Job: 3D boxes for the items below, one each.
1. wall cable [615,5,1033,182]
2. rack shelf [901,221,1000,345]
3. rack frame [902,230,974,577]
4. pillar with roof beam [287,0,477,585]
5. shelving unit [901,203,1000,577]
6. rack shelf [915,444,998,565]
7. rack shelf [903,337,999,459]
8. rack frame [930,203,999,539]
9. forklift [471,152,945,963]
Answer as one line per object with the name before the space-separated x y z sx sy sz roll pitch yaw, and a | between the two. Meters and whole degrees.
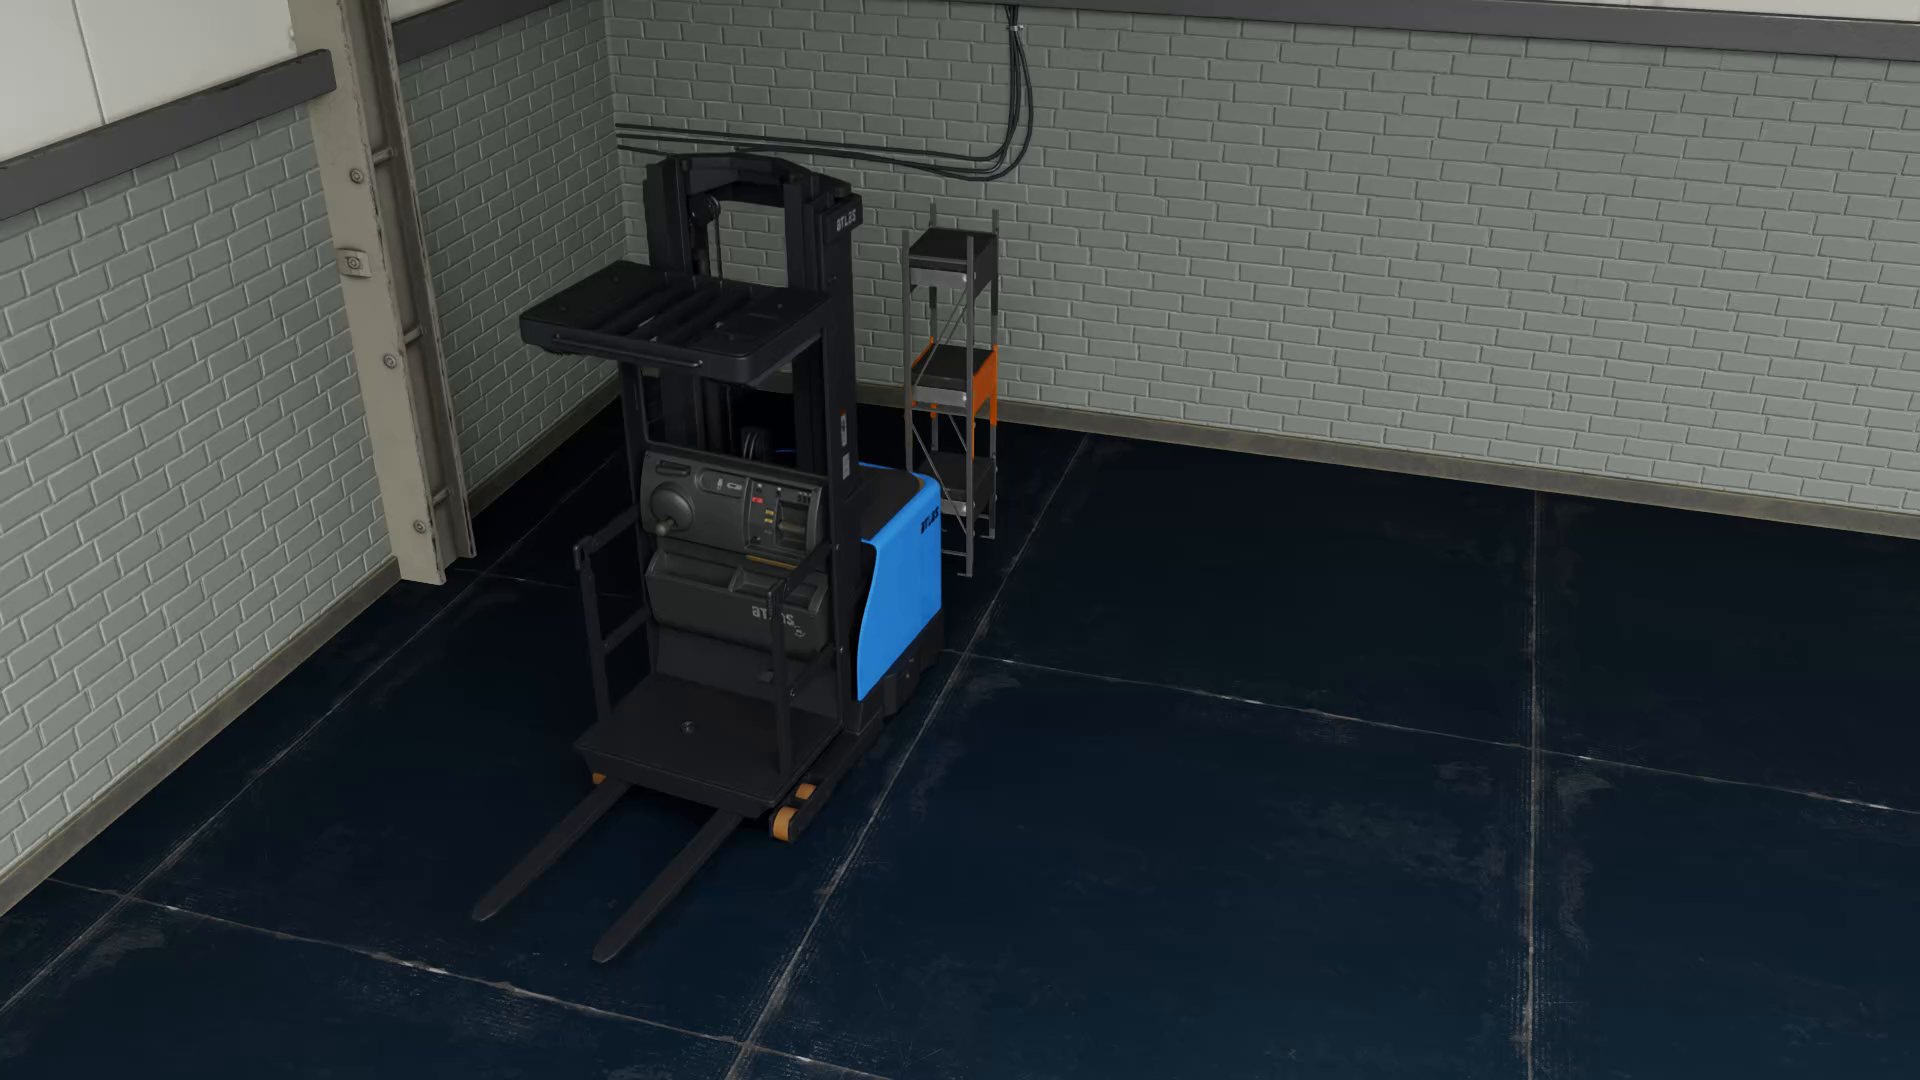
wall cable | -1.017 -3.602 10.697 3.097 2.526 0.112 8 30 15
rack shelf | -0.049 -1.440 9.303 0.431 0.518 0.480 8 30 15
rack frame | -0.120 -0.727 9.433 0.400 2.100 0.015 8 30 15
pillar with roof beam | 0.970 -3.164 6.717 9.100 9.000 0.400 8 30 15
shelving unit | -0.049 -0.841 9.636 0.431 2.100 0.503 8 30 15
rack shelf | -0.049 -0.217 9.983 0.431 0.518 0.480 8 30 15
rack shelf | -0.049 -0.829 9.643 0.431 0.518 0.480 8 30 15
rack frame | 0.023 -0.954 9.840 0.400 2.100 0.015 8 30 15
forklift | -1.142 -0.111 7.469 1.130 2.935 3.031 12 31 21
